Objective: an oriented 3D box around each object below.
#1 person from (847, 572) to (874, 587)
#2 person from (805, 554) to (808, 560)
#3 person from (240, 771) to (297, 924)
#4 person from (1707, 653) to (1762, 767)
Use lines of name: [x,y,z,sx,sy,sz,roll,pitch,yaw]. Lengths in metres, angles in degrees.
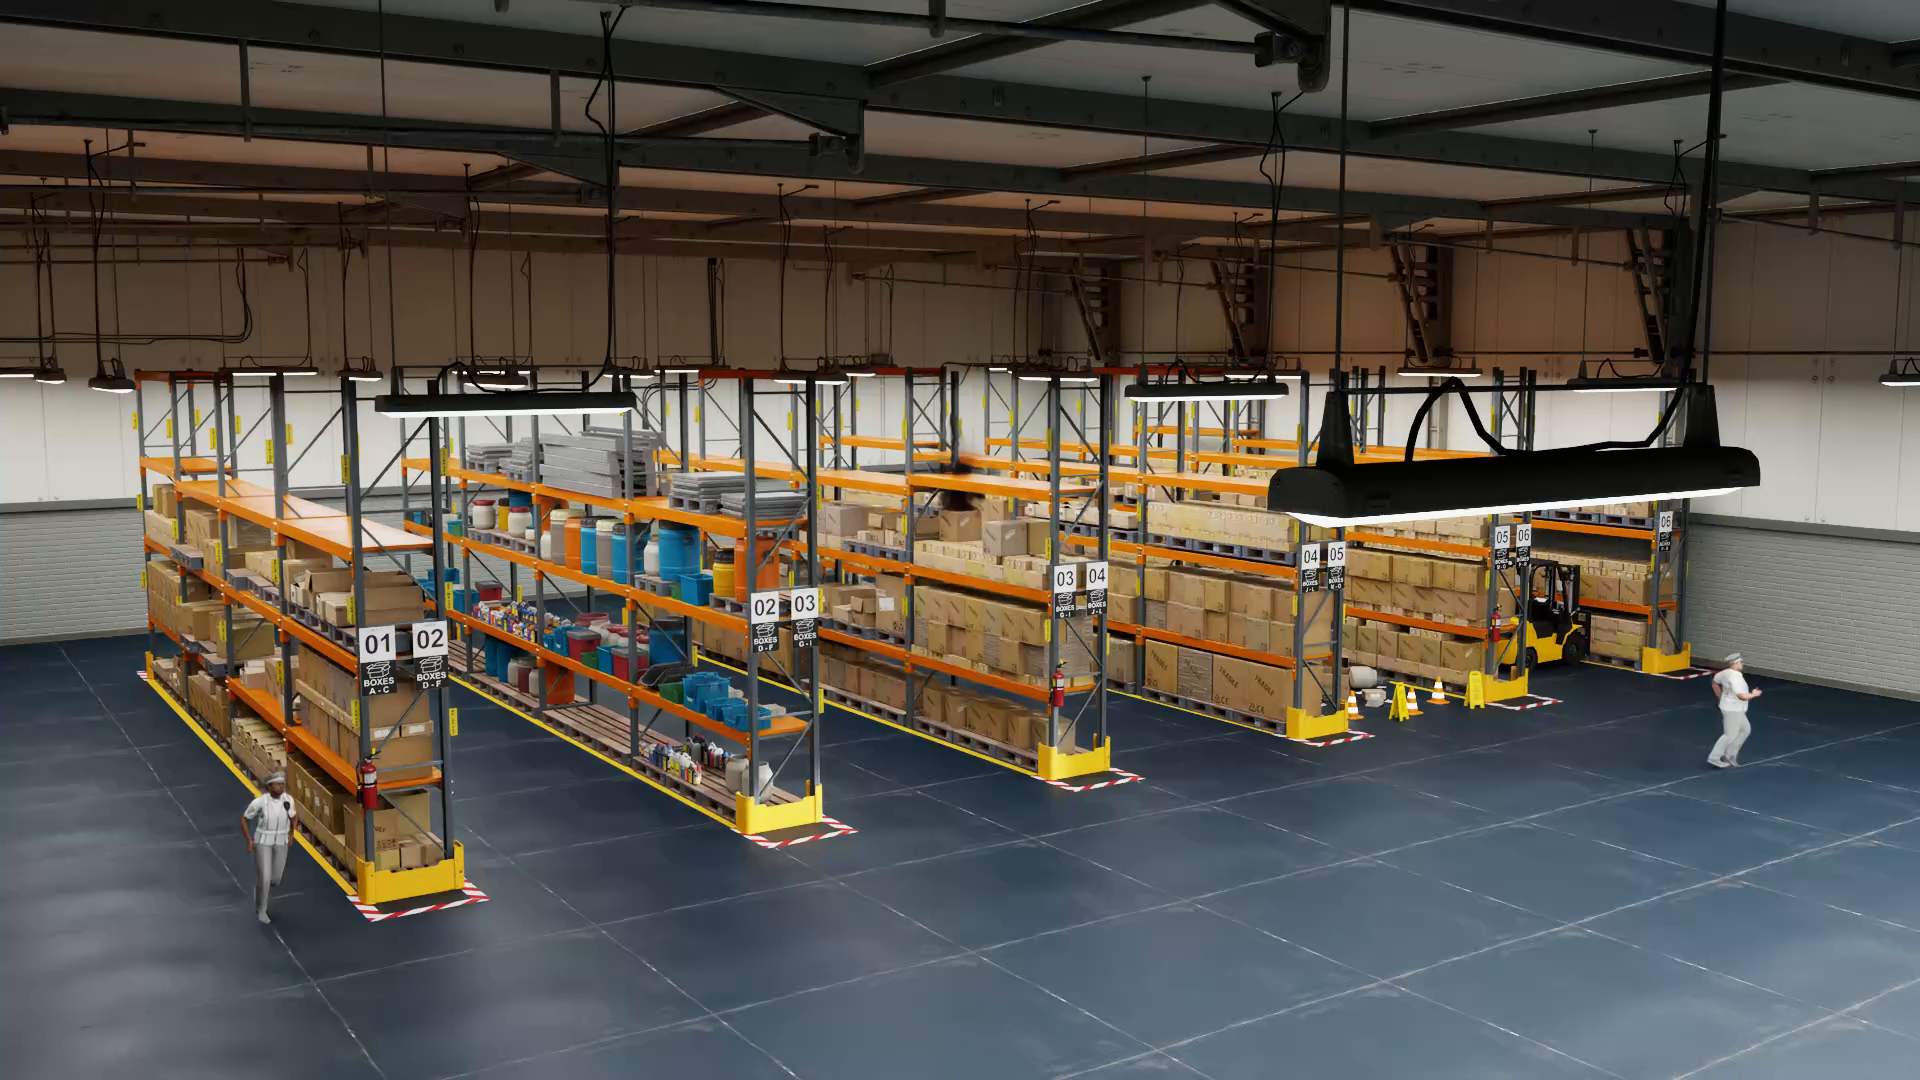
person: [-2.573,0.684,42.405,0.826,1.735,0.715,-6,9,-44]
person: [-3.787,0.841,41.865,0.532,1.562,0.642,-3,7,-23]
person: [-7.786,3.420,18.786,0.614,1.659,0.662,-5,8,-40]
person: [11.778,2.618,25.287,0.735,1.849,0.656,2,7,14]
